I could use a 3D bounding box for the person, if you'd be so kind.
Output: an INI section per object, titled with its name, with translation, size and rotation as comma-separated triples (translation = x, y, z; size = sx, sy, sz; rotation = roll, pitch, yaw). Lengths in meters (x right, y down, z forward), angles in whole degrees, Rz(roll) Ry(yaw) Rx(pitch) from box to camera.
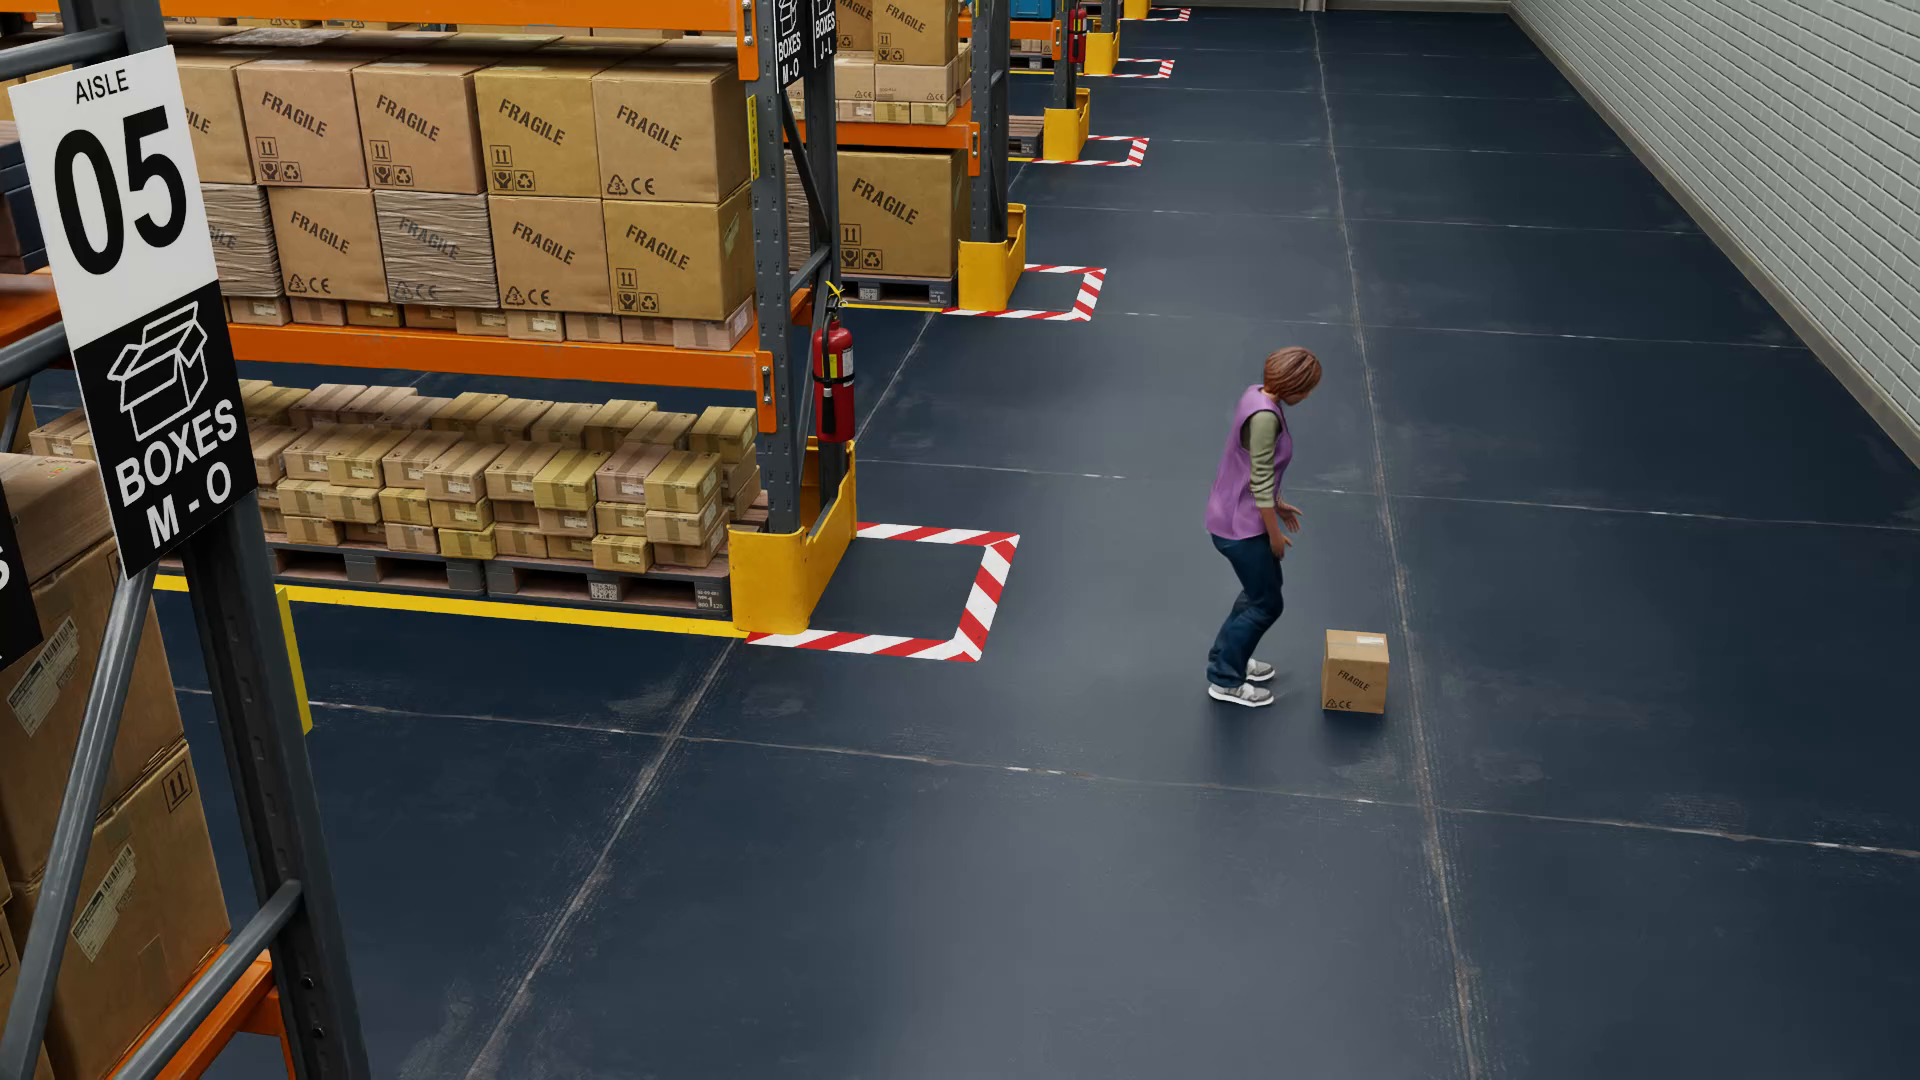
[person]
translation = 1.216, -0.069, 6.846
size = 0.418, 1.538, 0.433
rotation = 5, 26, 10
